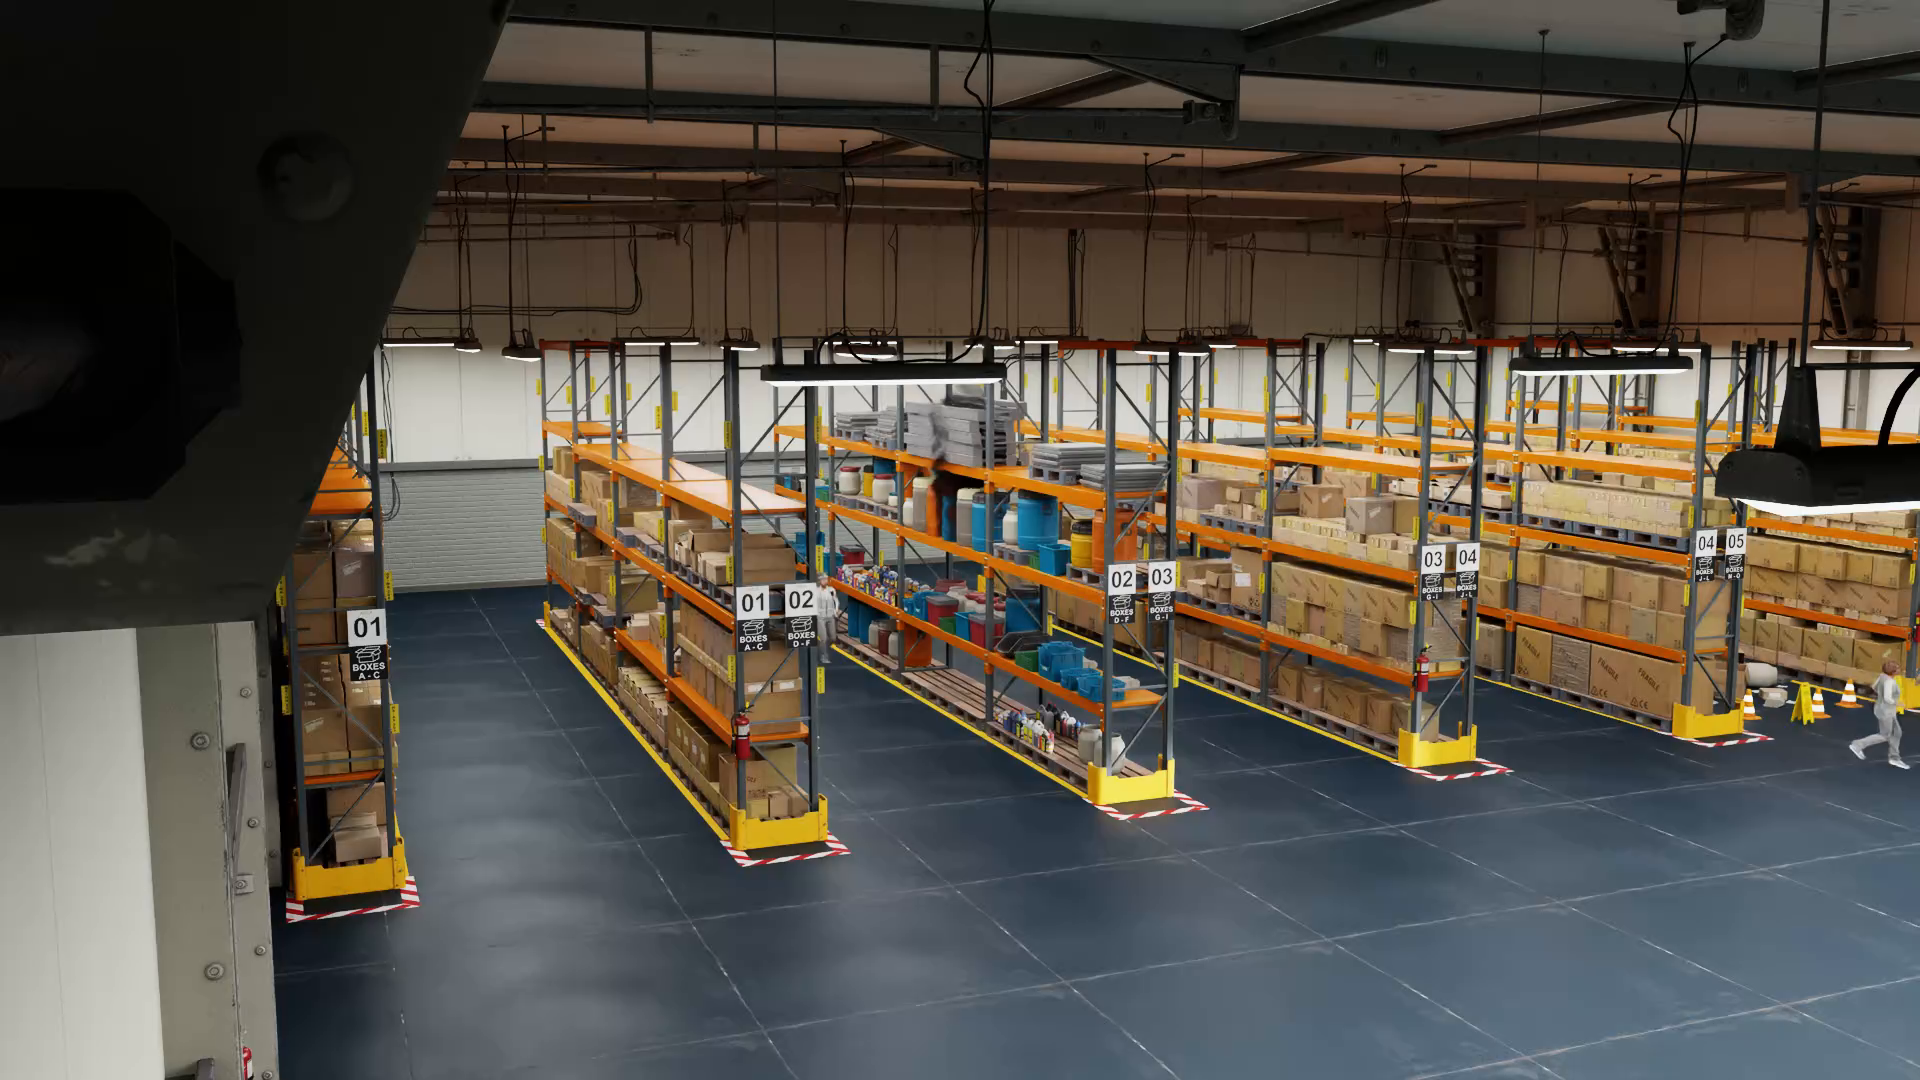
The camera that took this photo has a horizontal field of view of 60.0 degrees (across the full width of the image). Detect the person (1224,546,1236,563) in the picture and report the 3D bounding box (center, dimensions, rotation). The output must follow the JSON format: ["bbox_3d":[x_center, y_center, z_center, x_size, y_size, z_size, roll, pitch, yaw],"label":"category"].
[{"bbox_3d":[5.786,0.942,35.188,0.613,1.650,0.930,-3,8,-22],"label":"person"}]

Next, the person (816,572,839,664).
[{"bbox_3d":[-2.409,1.385,29.650,0.612,1.647,0.530,-3,8,-22],"label":"person"}]

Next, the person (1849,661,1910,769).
[{"bbox_3d":[13.202,2.492,23.770,0.786,1.581,0.581,3,8,20],"label":"person"}]
